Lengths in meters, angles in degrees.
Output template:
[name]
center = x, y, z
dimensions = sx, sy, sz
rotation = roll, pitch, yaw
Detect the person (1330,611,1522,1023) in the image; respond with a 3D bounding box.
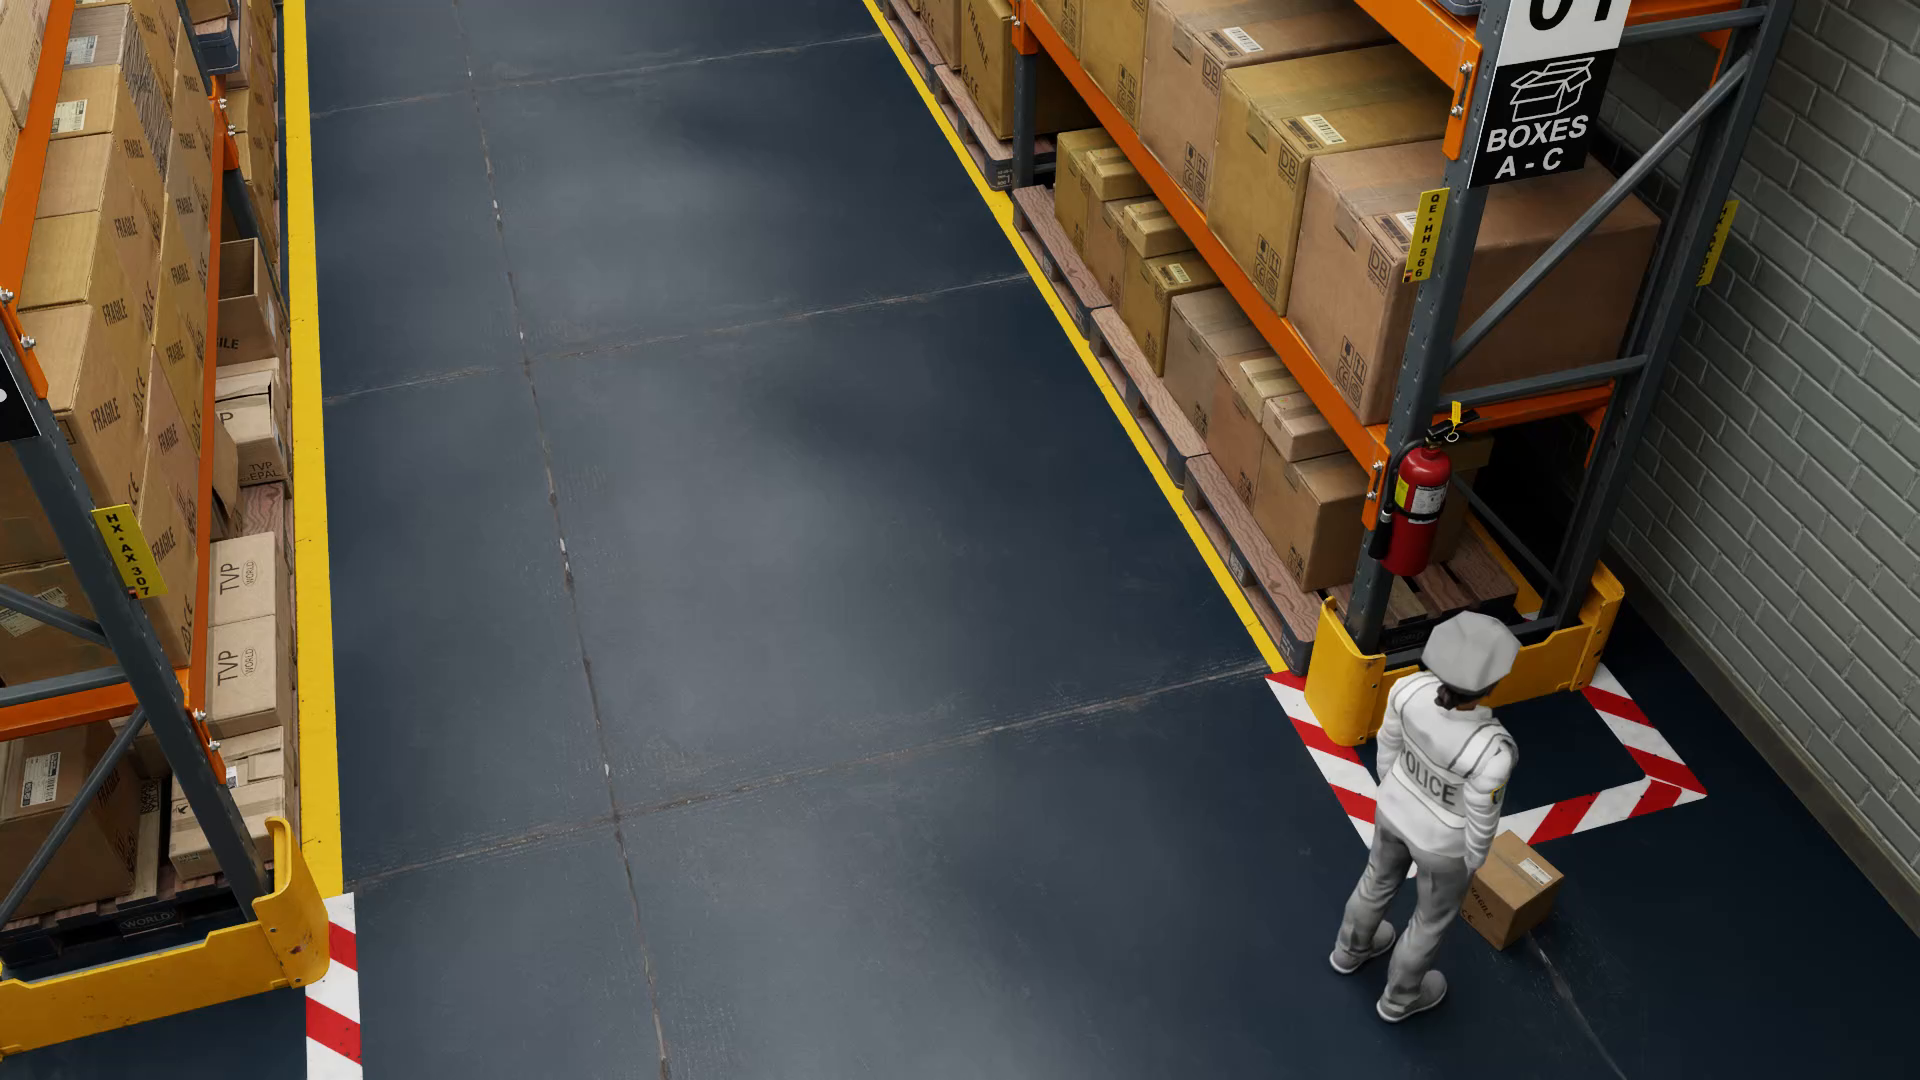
[person]
center = 1.469, 0.872, 5.197
dimensions = 0.343, 1.679, 0.465
rotation = -24, 48, -24
